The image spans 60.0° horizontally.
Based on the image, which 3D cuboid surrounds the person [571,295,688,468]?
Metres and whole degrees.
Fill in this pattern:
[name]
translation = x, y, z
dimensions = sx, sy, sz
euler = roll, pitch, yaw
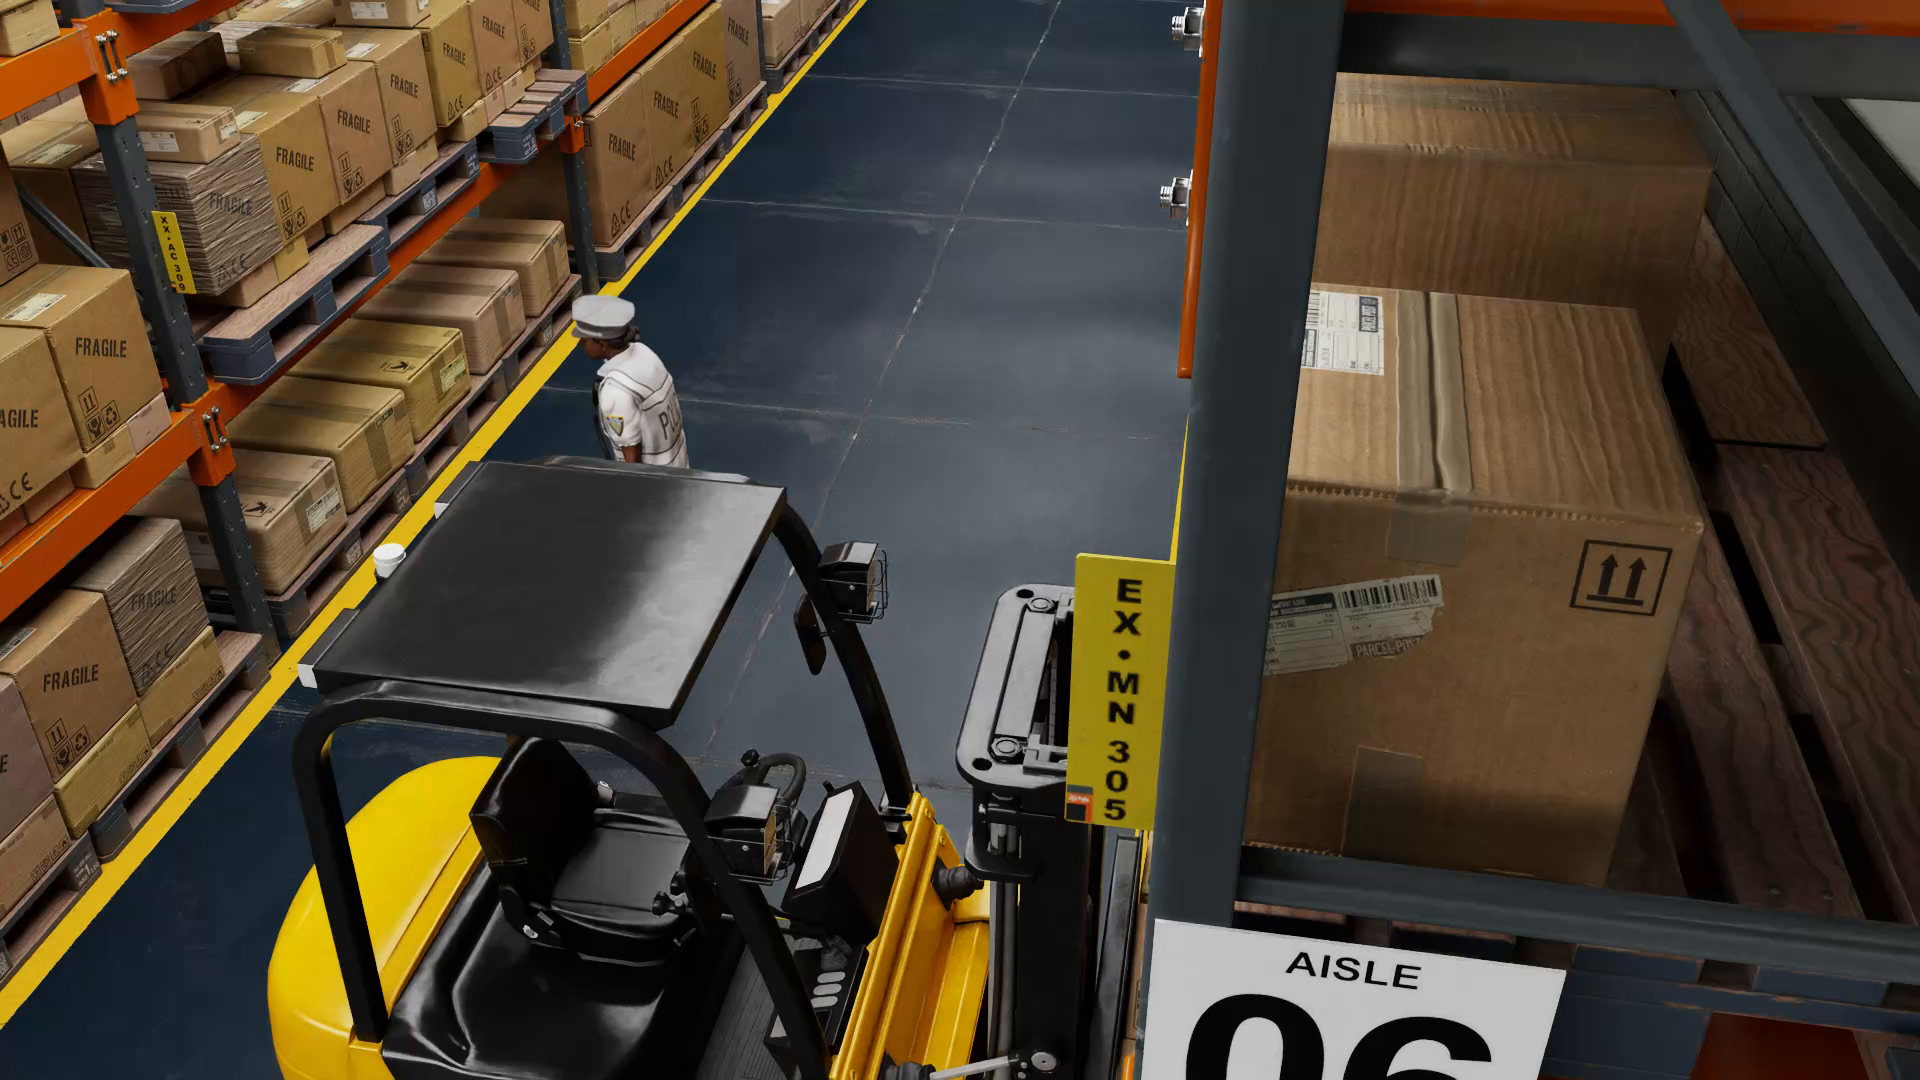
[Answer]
[person]
translation = -1.351, -0.257, 7.038
dimensions = 0.397, 1.661, 0.531
euler = 3, 33, 5
